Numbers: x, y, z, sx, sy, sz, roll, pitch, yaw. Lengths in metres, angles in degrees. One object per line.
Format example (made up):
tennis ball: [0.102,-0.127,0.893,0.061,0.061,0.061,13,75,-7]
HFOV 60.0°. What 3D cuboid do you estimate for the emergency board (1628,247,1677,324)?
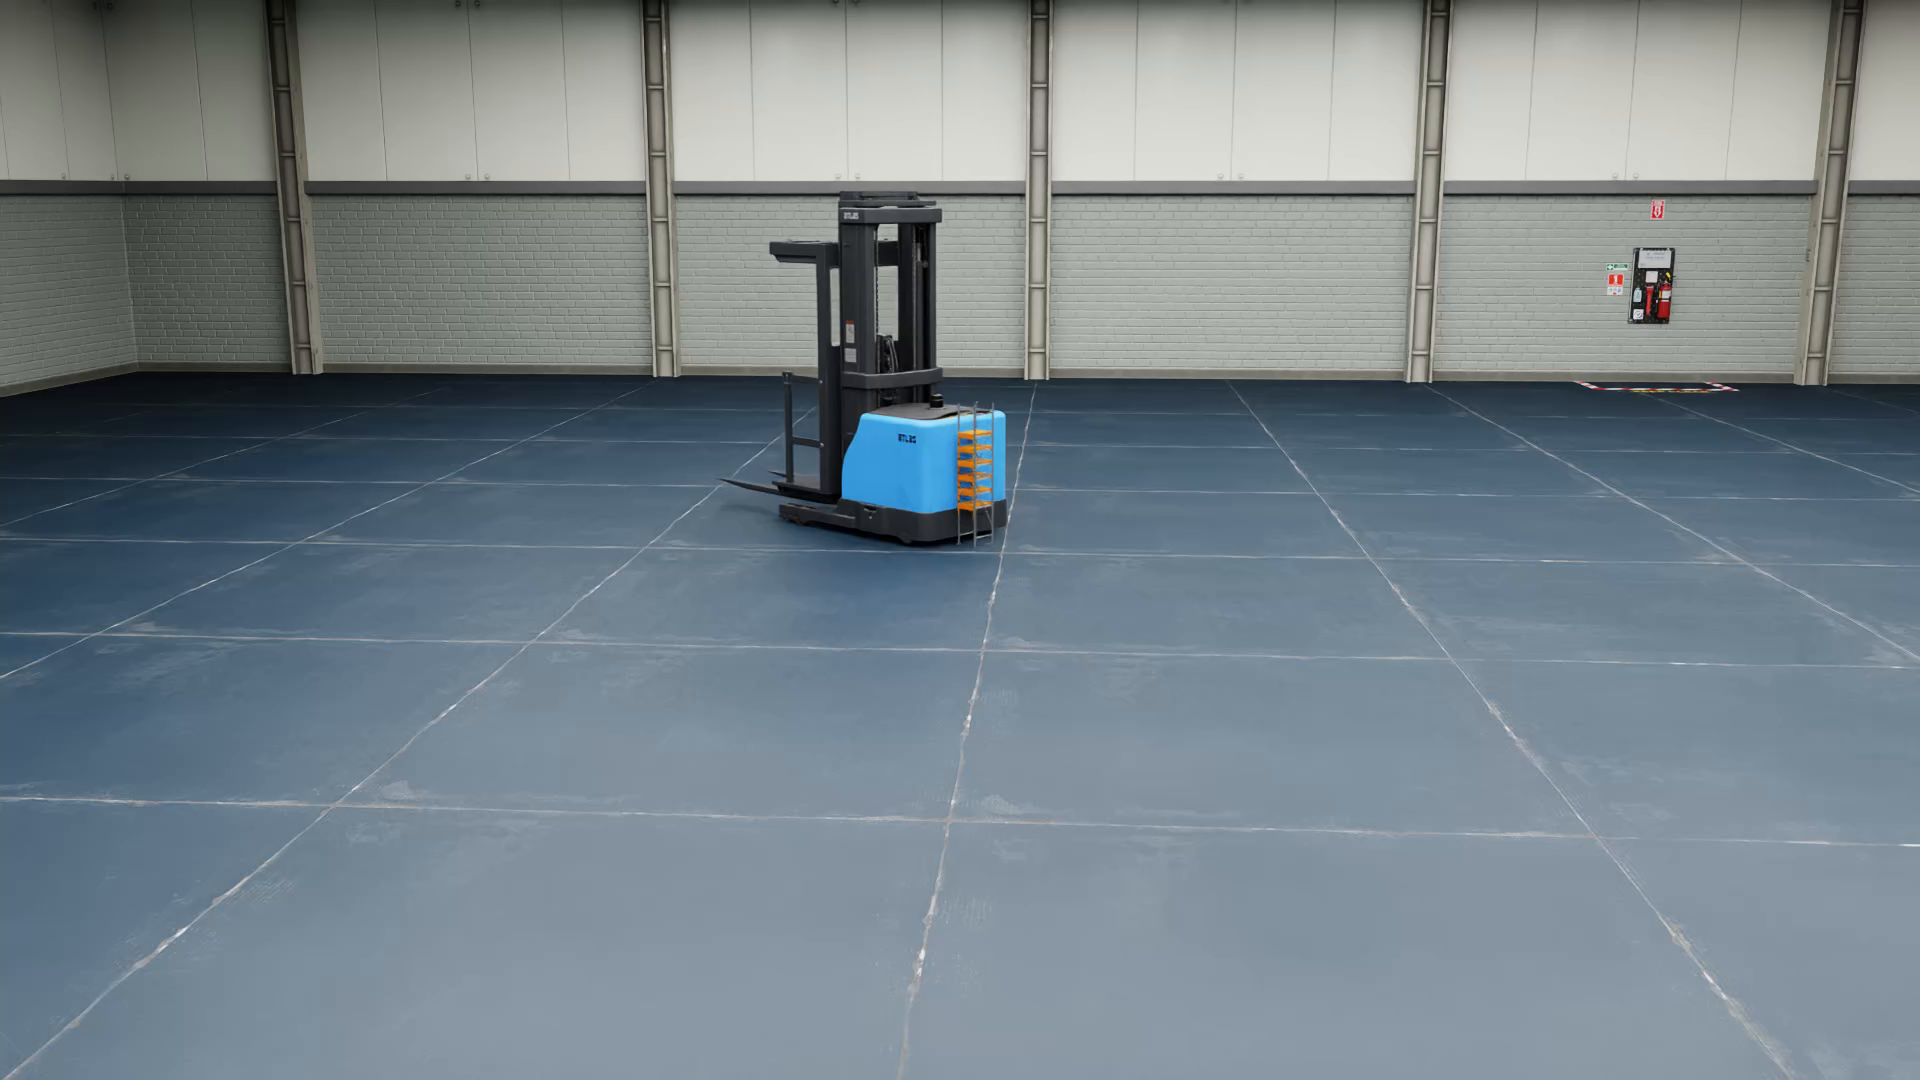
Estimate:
emergency board: [10.741,-3.931,25.733,0.643,1.169,0.194,1,12,4]

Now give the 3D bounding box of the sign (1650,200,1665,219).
sign: [10.739,-5.086,25.593,0.199,0.298,0.001,1,12,4]

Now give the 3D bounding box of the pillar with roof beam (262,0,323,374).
pillar with roof beam: [-11.030,-6.274,22.285,0.400,9.000,9.100,1,12,4]

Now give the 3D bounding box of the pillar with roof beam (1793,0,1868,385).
pillar with roof beam: [12.916,-5.946,20.715,0.400,9.000,9.100,1,12,4]

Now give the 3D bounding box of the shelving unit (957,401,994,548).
shelving unit: [0.132,-0.551,13.972,0.189,1.200,0.258,11,16,42]

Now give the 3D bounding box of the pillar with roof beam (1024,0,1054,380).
pillar with roof beam: [0.943,-6.110,21.500,0.400,9.000,9.100,1,12,4]

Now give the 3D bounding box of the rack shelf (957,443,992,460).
rack shelf: [0.132,-0.742,13.932,0.180,0.103,0.258,11,16,42]

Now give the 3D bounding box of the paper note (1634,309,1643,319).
paper note: [10.569,-3.516,25.902,0.142,0.148,0.016,1,12,4]

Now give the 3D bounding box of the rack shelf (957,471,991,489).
rack shelf: [0.132,-0.508,13.981,0.180,0.103,0.258,11,16,42]

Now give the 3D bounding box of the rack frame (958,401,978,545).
rack frame: [0.065,-0.564,14.033,0.006,1.200,0.240,11,16,42]

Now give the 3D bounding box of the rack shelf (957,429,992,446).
rack shelf: [0.132,-0.860,13.907,0.180,0.103,0.258,11,16,42]

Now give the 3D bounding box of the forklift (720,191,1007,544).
forklift: [-0.996,-1.635,14.927,3.031,2.935,1.130,11,16,43]

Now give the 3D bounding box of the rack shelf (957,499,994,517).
rack shelf: [0.132,-0.273,14.030,0.180,0.103,0.258,11,16,42]

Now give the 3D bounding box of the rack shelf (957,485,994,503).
rack shelf: [0.132,-0.390,14.006,0.180,0.103,0.258,11,16,42]

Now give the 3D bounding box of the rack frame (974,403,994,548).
rack frame: [0.199,-0.538,13.911,0.006,1.200,0.240,11,16,42]

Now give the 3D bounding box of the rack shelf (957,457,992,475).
rack shelf: [0.132,-0.625,13.957,0.180,0.103,0.258,11,16,42]

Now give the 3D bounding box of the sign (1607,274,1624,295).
sign: [10.196,-3.977,25.866,0.234,0.329,0.001,1,12,4]

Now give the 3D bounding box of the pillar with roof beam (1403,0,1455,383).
pillar with roof beam: [6.930,-6.028,21.107,0.400,9.000,9.100,1,12,4]

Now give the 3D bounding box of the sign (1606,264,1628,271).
sign: [10.200,-4.234,25.803,0.331,0.109,0.001,1,12,4]

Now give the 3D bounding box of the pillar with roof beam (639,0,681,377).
pillar with roof beam: [-5.043,-6.192,21.892,0.400,9.000,9.100,1,12,4]
